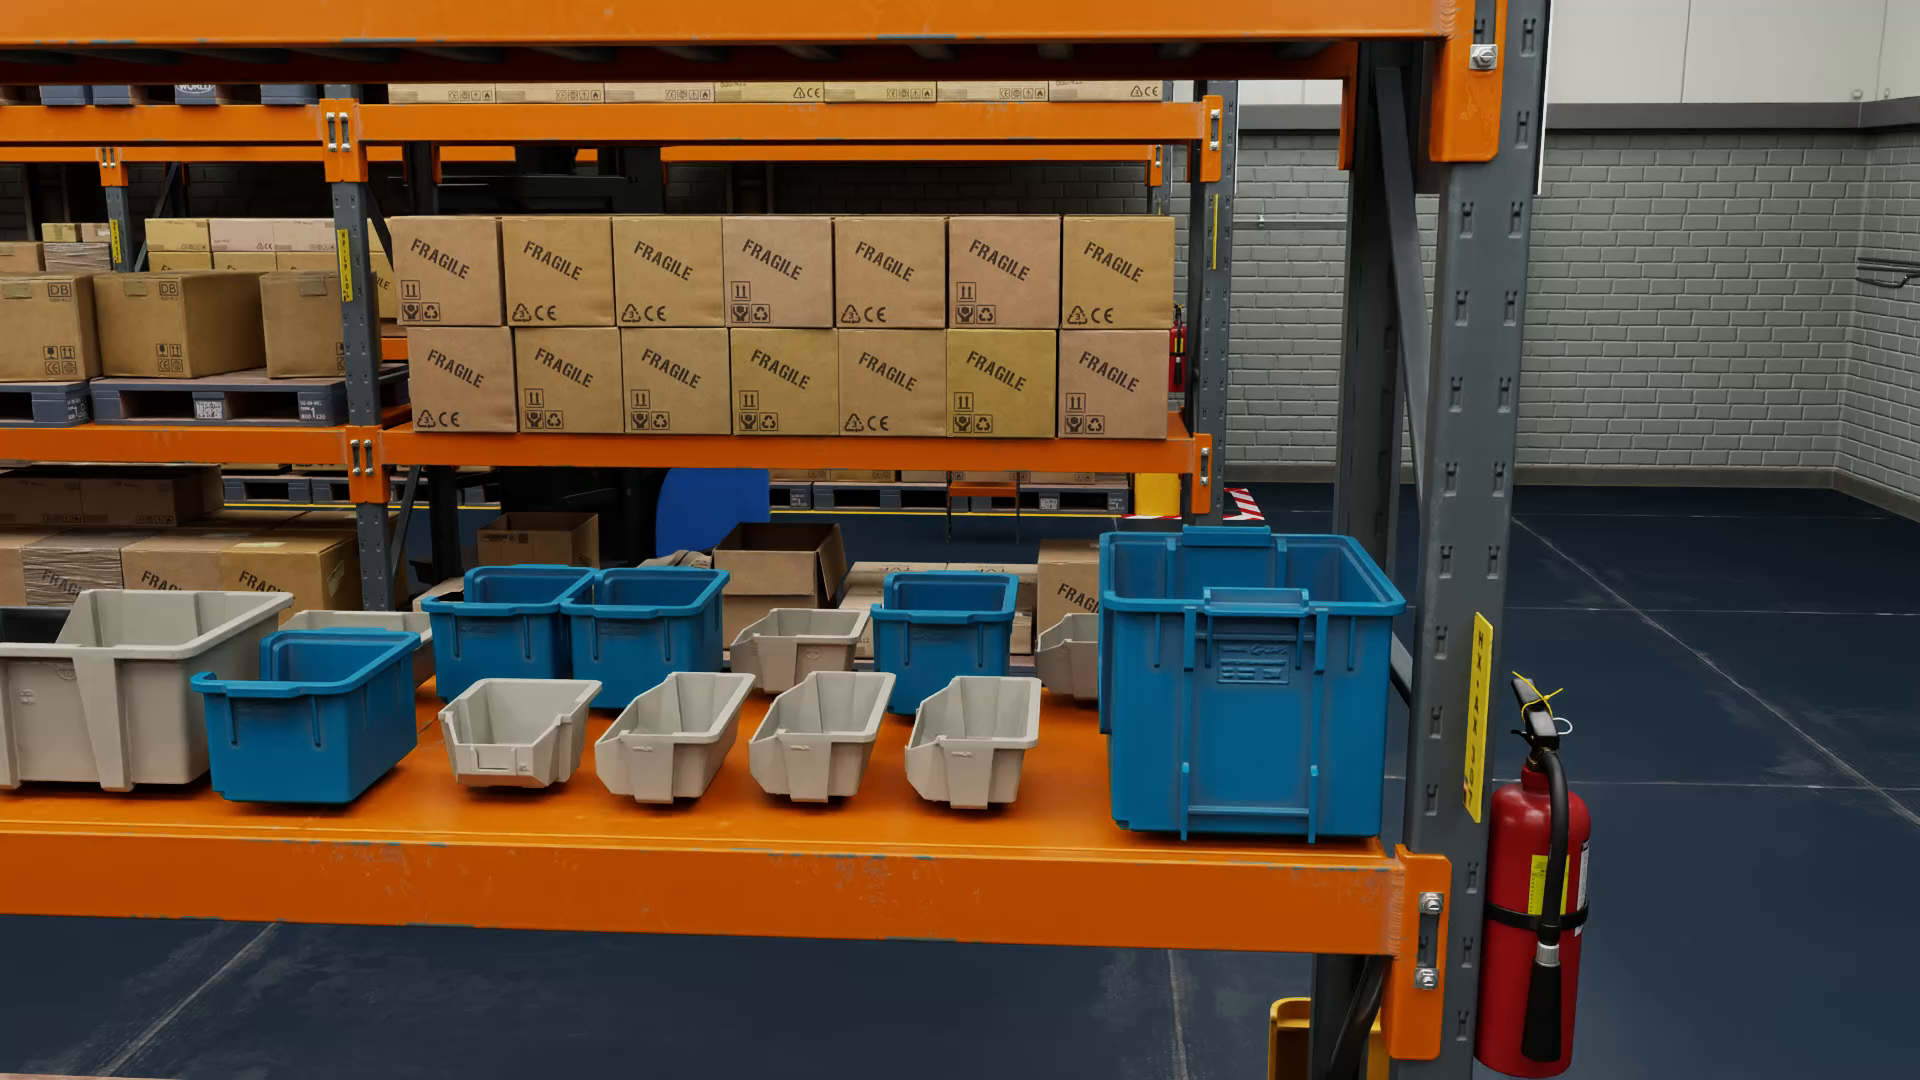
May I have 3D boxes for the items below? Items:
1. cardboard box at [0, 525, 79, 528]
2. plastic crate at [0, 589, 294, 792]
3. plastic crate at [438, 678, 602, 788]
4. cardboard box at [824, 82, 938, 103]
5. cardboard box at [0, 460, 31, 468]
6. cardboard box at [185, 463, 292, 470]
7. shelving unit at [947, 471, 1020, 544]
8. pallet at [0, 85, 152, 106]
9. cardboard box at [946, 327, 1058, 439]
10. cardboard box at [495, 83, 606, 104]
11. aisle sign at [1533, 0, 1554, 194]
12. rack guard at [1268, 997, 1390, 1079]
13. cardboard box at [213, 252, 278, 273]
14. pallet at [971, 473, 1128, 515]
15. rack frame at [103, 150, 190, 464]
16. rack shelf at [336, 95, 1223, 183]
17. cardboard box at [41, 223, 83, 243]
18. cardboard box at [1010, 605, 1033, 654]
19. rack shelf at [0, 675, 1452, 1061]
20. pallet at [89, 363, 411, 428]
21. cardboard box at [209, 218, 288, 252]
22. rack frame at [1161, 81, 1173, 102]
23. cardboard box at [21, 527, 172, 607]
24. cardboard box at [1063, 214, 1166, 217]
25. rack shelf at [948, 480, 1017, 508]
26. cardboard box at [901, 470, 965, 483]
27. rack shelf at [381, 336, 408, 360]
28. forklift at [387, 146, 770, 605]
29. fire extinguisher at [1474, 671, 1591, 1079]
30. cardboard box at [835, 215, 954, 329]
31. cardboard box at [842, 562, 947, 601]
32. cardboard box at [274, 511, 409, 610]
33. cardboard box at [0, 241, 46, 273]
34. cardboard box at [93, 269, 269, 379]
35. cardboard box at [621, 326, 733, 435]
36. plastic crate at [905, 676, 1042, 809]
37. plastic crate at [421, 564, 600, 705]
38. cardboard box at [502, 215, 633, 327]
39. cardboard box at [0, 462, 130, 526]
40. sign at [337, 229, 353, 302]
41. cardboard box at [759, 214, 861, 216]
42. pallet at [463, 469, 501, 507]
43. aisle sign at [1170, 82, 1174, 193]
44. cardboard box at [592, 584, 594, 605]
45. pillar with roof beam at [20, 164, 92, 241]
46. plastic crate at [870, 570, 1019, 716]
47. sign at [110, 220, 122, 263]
[{"bbox_3d":[-4.804,0.118,8.910,0.500,0.500,0.500,0,12,2],"label":"cardboard box"},{"bbox_3d":[-1.626,0.285,3.221,0.530,0.282,0.437,1,12,4],"label":"plastic crate"},{"bbox_3d":[-0.836,0.372,3.159,0.250,0.136,0.298,1,12,4],"label":"plastic crate"},{"bbox_3d":[-0.339,-2.120,7.618,0.500,0.250,0.500,1,12,4],"label":"cardboard box"},{"bbox_3d":[-7.694,-0.902,13.786,0.500,0.500,0.700,1,12,4],"label":"cardboard box"},{"bbox_3d":[-5.741,-0.997,13.433,0.750,0.750,0.750,1,12,3],"label":"cardboard box"},{"bbox_3d":[0.165,-0.585,11.634,0.503,1.200,0.258,1,12,4],"label":"shelving unit"},{"bbox_3d":[-4.483,-2.227,8.220,1.003,0.211,1.213,1,12,4],"label":"pallet"},{"bbox_3d":[0.206,-0.765,7.854,0.500,0.500,0.500,1,12,4],"label":"cardboard box"},{"bbox_3d":[-1.835,-2.144,7.730,0.500,0.250,0.500,1,12,4],"label":"cardboard box"},{"bbox_3d":[0.906,-0.959,2.676,0.004,0.787,0.394,1,12,4],"label":"aisle sign"},{"bbox_3d":[0.879,1.474,3.500,0.348,0.500,1.175,1,12,4],"label":"rack guard"},{"bbox_3d":[-5.477,-2.017,13.064,0.500,0.500,0.500,1,12,6],"label":"cardboard box"},{"bbox_3d":[0.713,-0.401,13.170,1.213,0.211,1.003,1,12,4],"label":"pallet"},{"bbox_3d":[-6.466,-1.880,13.432,0.127,3.000,1.000,1,12,4],"label":"rack frame"},{"bbox_3d":[-0.807,-1.902,7.968,4.000,0.370,1.077,1,12,4],"label":"rack shelf"},{"bbox_3d":[-7.134,-2.462,13.310,0.250,0.149,0.380,-1,12,-6],"label":"cardboard box"},{"bbox_3d":[0.232,0.431,8.225,0.250,0.166,0.380,1,12,4],"label":"cardboard box"},{"bbox_3d":[-1.142,0.578,3.437,4.000,0.370,1.077,1,12,4],"label":"rack shelf"},{"bbox_3d":[-3.592,-0.753,8.510,1.213,0.211,1.003,1,12,4],"label":"pallet"},{"bbox_3d":[-5.494,-2.386,12.996,0.500,0.250,0.500,1,12,3],"label":"cardboard box"},{"bbox_3d":[1.516,-4.707,12.294,0.127,3.000,1.000,1,12,4],"label":"rack frame"},{"bbox_3d":[-4.307,0.231,8.369,0.500,0.500,0.500,1,12,4],"label":"cardboard box"},{"bbox_3d":[0.764,-1.357,8.244,0.500,0.500,0.500,1,12,5],"label":"cardboard box"},{"bbox_3d":[0.165,-0.325,11.689,0.480,0.148,0.258,1,12,4],"label":"rack shelf"},{"bbox_3d":[-0.190,-0.756,13.134,0.500,0.500,0.700,0,12,2],"label":"cardboard box"},{"bbox_3d":[-4.471,-1.501,13.374,4.000,0.370,1.077,1,12,4],"label":"rack shelf"},{"bbox_3d":[-2.443,-0.992,9.353,1.130,2.935,3.031,8,14,35],"label":"forklift"},{"bbox_3d":[0.974,0.568,2.825,0.183,0.674,0.296,1,12,4],"label":"fire extinguisher"},{"bbox_3d":[-0.295,-1.260,7.780,0.500,0.500,0.500,1,12,5],"label":"cardboard box"},{"bbox_3d":[-0.333,0.293,8.685,0.500,0.250,0.500,1,12,4],"label":"cardboard box"},{"bbox_3d":[-3.269,0.138,8.812,0.500,0.500,0.500,0,12,1],"label":"cardboard box"},{"bbox_3d":[-7.495,-2.151,13.407,0.500,0.500,0.700,0,12,-2],"label":"cardboard box"},{"bbox_3d":[-3.950,-1.117,8.511,0.500,0.500,0.700,3,12,13],"label":"cardboard box"},{"bbox_3d":[-1.302,-0.786,7.957,0.500,0.500,0.500,1,12,3],"label":"cardboard box"},{"bbox_3d":[0.028,0.378,3.130,0.243,0.136,0.396,1,12,4],"label":"plastic crate"},{"bbox_3d":[-0.984,0.213,3.687,0.300,0.233,0.416,1,12,4],"label":"plastic crate"},{"bbox_3d":[-1.836,-1.281,7.880,0.500,0.500,0.500,0,12,2],"label":"cardboard box"},{"bbox_3d":[-4.767,-0.249,8.833,0.500,0.250,0.500,1,12,3],"label":"cardboard box"},{"bbox_3d":[-2.836,-1.267,7.671,0.005,0.325,0.100,1,12,4],"label":"sign"},{"bbox_3d":[-0.764,-1.377,8.341,0.500,0.500,0.500,1,12,3],"label":"cardboard box"},{"bbox_3d":[-3.250,-0.456,13.432,1.213,0.211,1.003,1,12,4],"label":"pallet"},{"bbox_3d":[1.568,-2.981,12.345,0.004,0.787,0.394,1,12,4],"label":"aisle sign"},{"bbox_3d":[-1.837,0.309,8.853,0.250,0.149,0.380,1,12,4],"label":"cardboard box"},{"bbox_3d":[-7.993,-4.132,9.543,0.400,9.000,9.100,1,12,4],"label":"pillar with roof beam"},{"bbox_3d":[-0.027,0.226,3.625,0.300,0.233,0.416,1,12,4],"label":"plastic crate"},{"bbox_3d":[-6.493,-2.297,12.791,0.005,0.325,0.100,1,12,4],"label":"sign"}]
